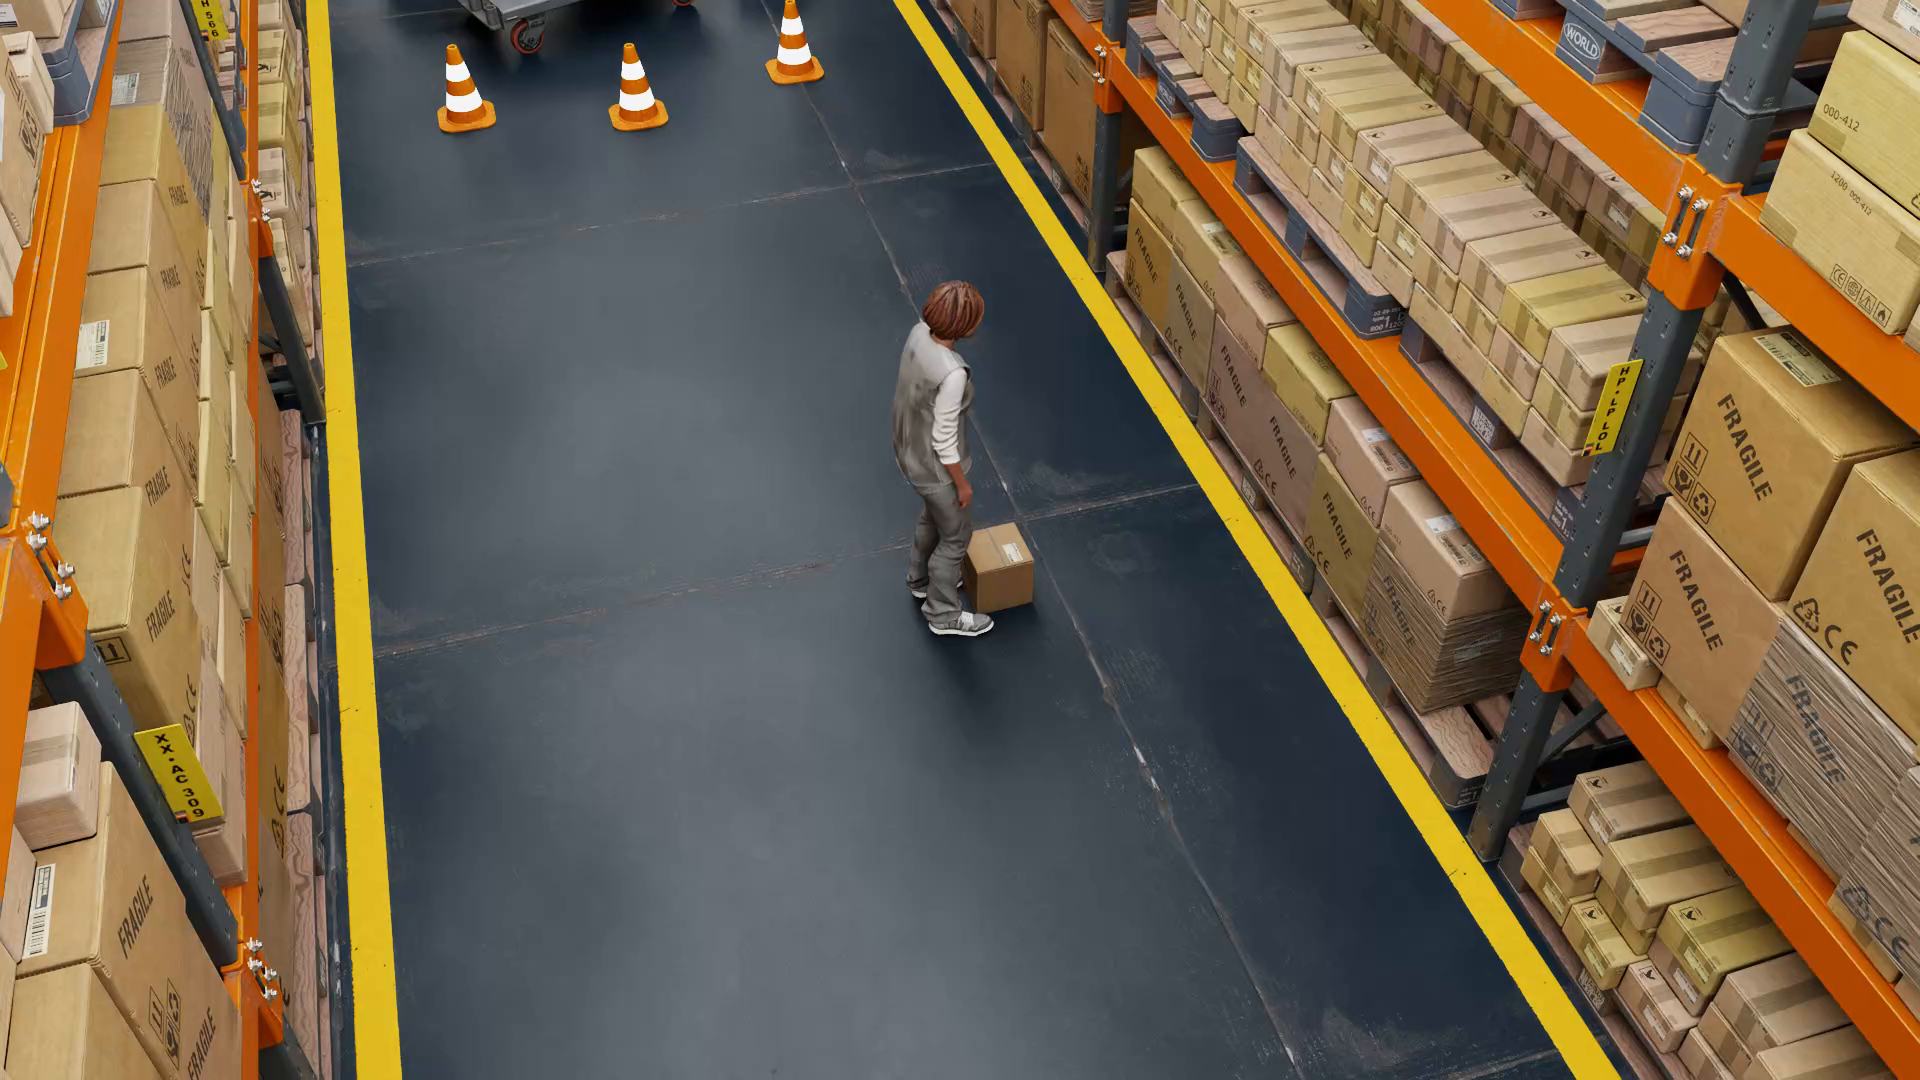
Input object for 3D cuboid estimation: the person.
[{"bbox_3d":[-0.077,-0.313,6.507,0.344,1.592,0.460,-12,44,-12],"label":"person"}]
